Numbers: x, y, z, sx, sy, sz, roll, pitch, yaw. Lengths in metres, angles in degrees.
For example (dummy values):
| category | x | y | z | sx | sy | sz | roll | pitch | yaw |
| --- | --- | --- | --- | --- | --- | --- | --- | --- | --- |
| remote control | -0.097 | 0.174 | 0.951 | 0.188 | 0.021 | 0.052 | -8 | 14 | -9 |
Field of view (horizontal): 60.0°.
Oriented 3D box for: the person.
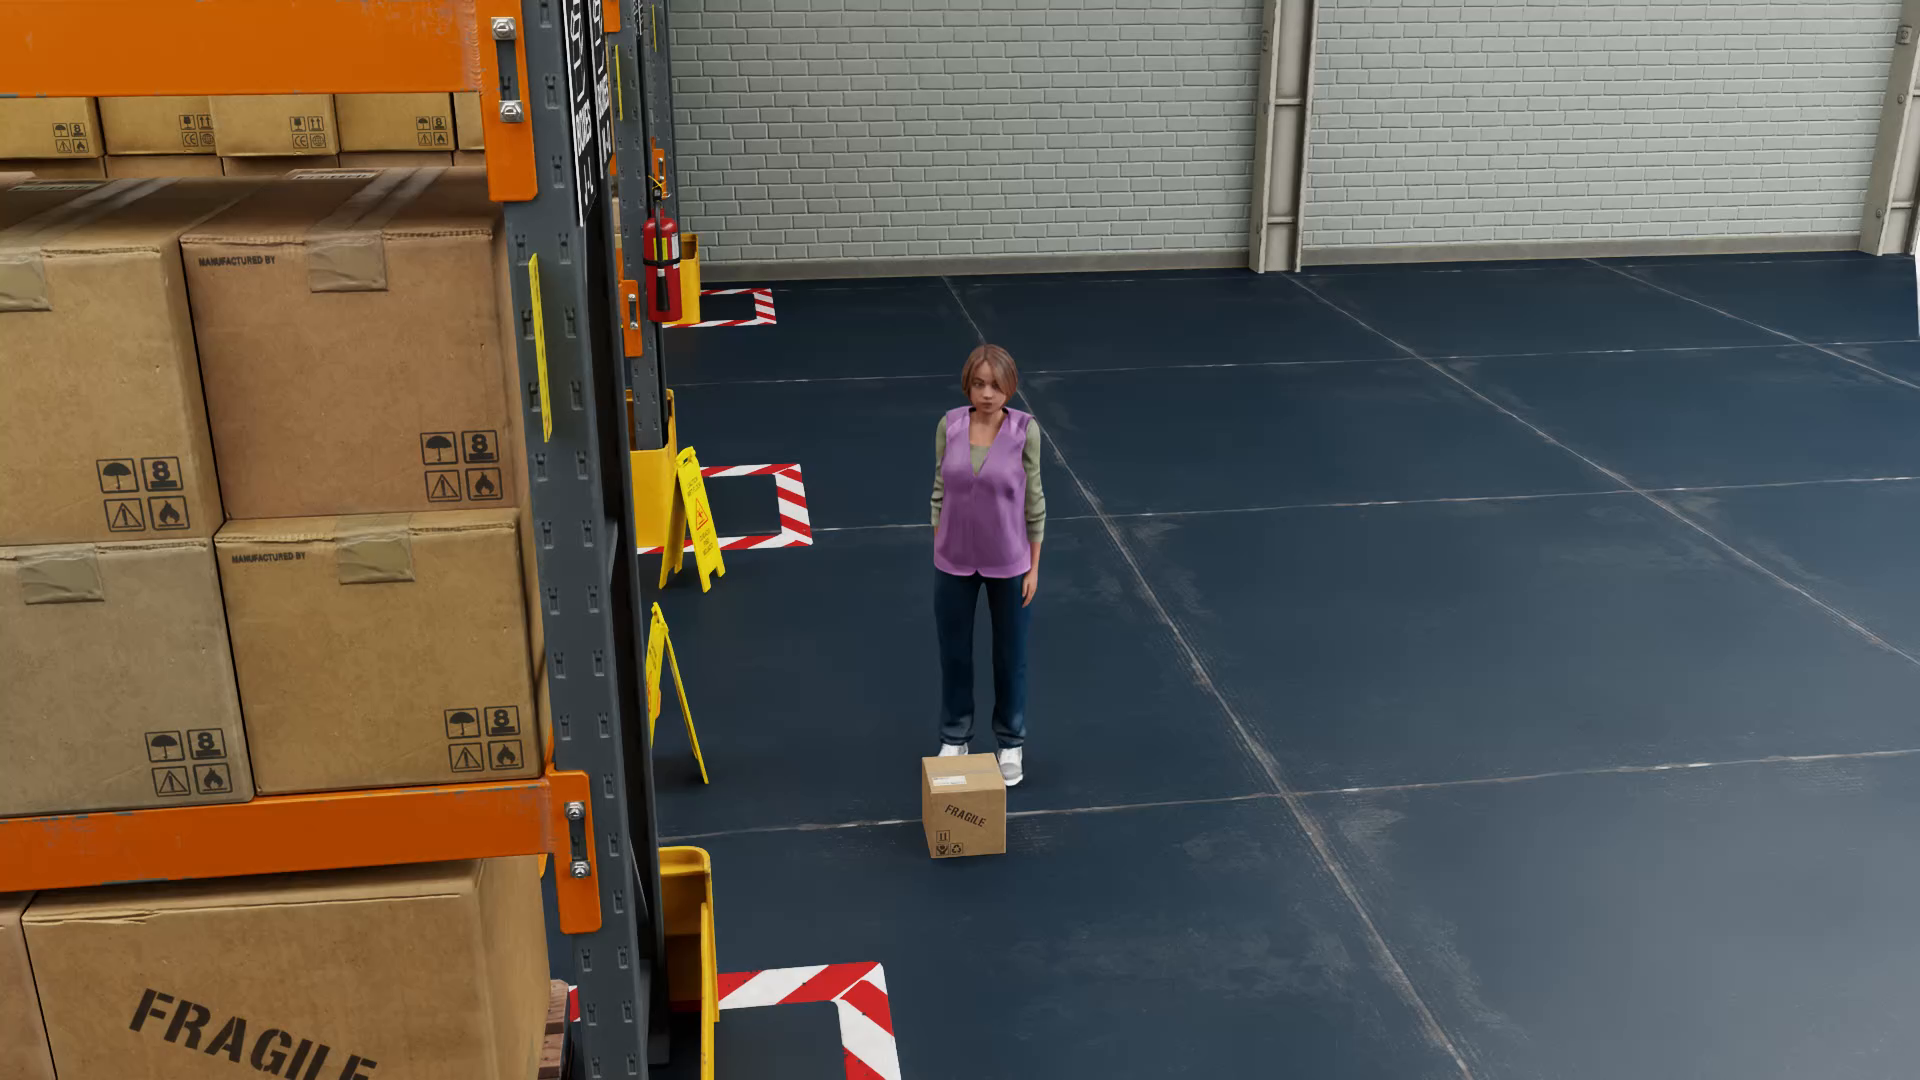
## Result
| category | x | y | z | sx | sy | sz | roll | pitch | yaw |
| --- | --- | --- | --- | --- | --- | --- | --- | --- | --- |
| person | 0.096 | 0.098 | 5.826 | 0.404 | 1.600 | 0.307 | 4 | 21 | 9 |
